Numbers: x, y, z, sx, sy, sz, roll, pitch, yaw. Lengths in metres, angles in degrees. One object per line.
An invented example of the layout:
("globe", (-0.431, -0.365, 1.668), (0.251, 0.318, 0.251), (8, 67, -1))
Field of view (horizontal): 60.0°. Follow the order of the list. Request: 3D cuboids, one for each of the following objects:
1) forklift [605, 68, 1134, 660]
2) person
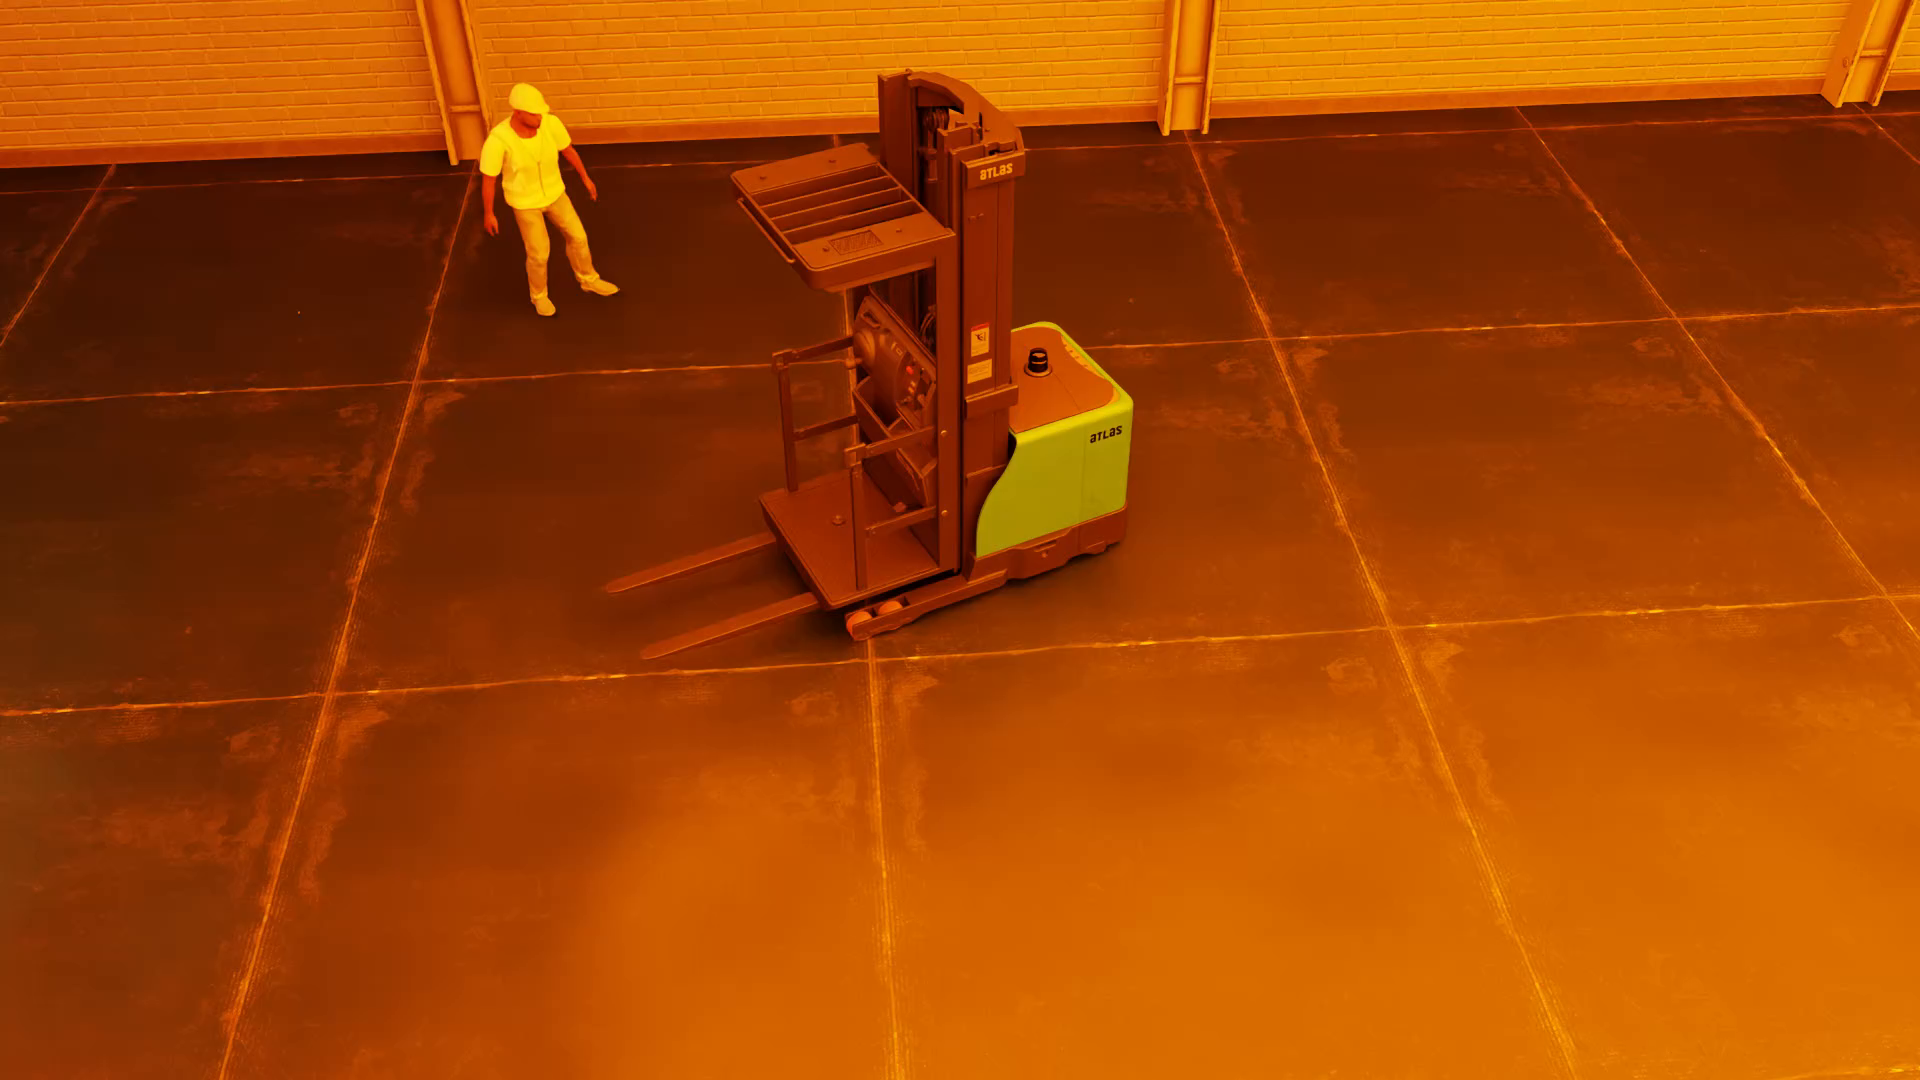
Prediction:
("forklift", (-0.541, -0.933, 9.029), (3.031, 2.935, 1.130), (-18, 44, -20))
("person", (-2.933, -2.391, 11.652), (0.830, 1.738, 0.425), (-31, 49, -31))
